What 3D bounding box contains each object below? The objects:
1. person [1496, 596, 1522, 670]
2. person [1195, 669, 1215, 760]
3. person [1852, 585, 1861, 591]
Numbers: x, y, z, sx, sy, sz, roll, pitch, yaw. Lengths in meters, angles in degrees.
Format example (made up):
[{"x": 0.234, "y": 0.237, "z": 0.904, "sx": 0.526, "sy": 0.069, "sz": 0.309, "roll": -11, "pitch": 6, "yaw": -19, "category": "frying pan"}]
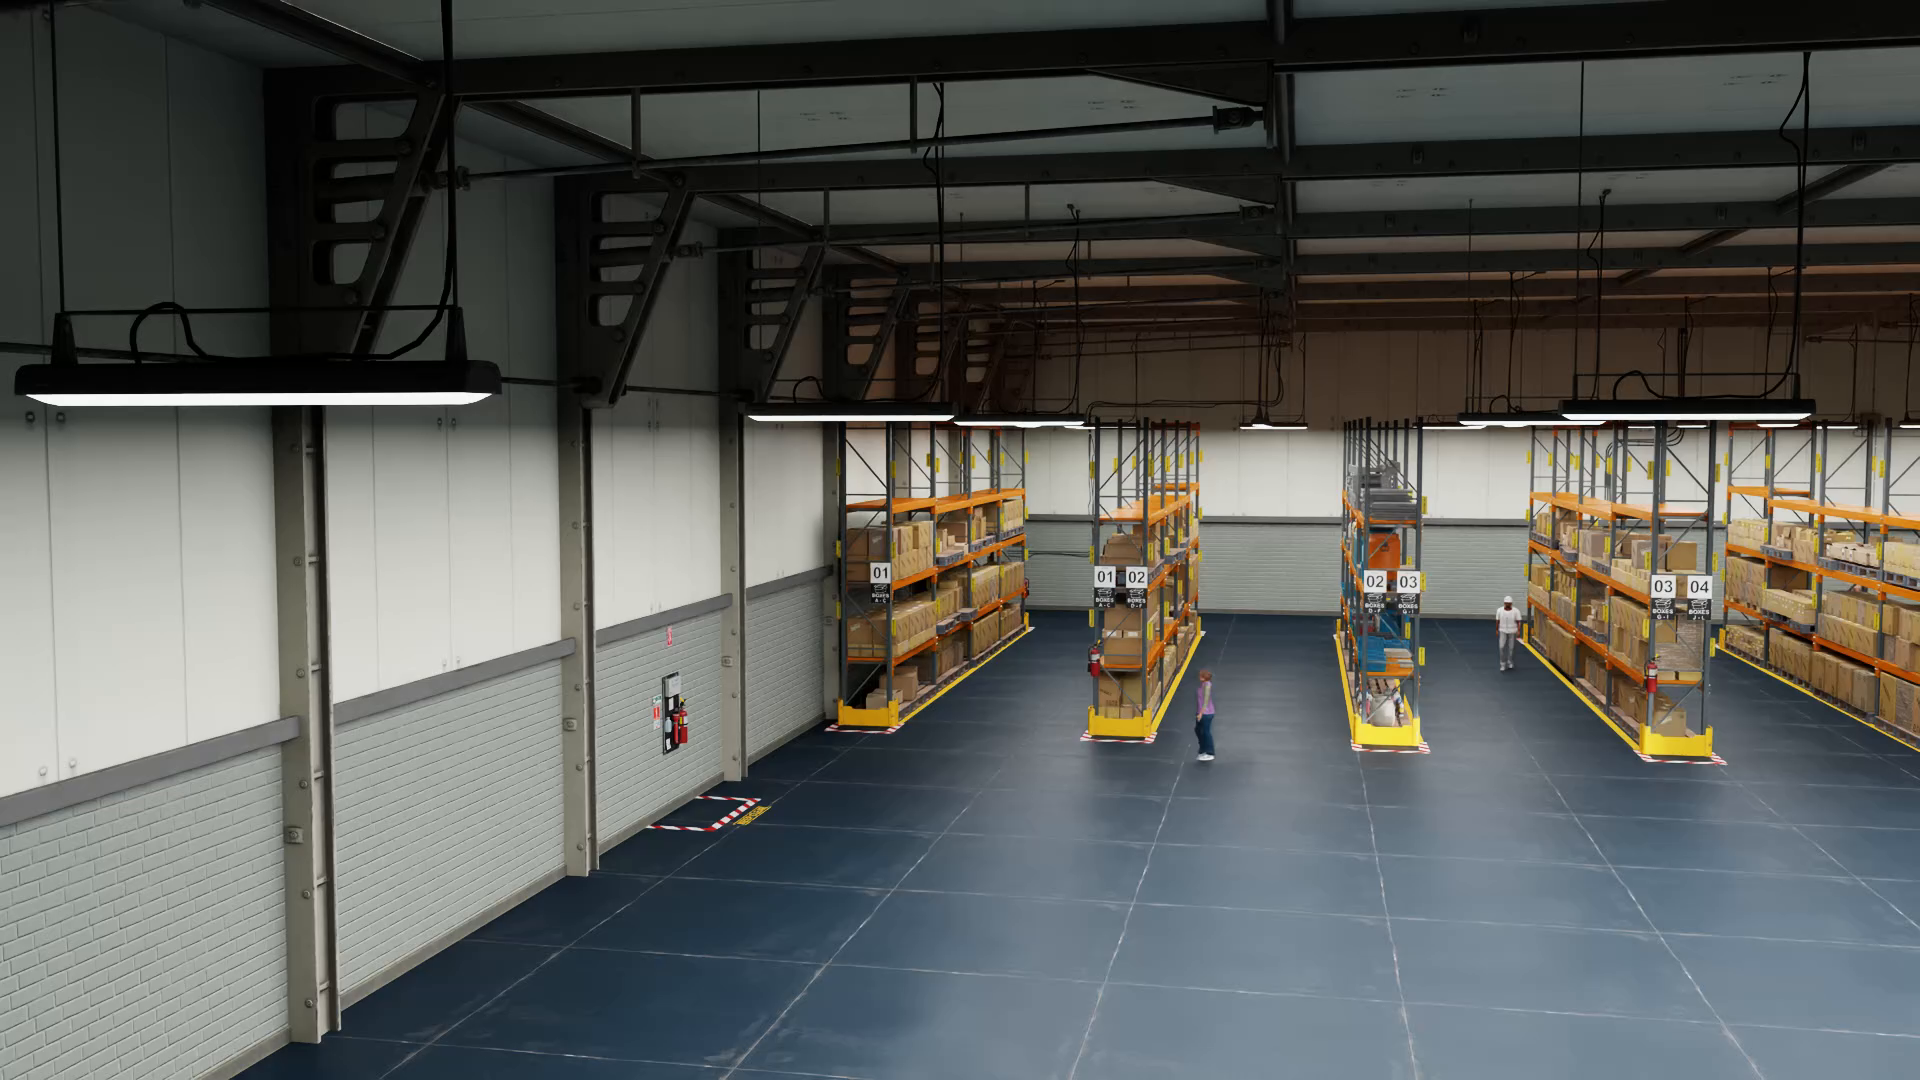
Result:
[{"x": 13.232, "y": 2.258, "z": 40.126, "sx": 0.614, "sy": 1.821, "sz": 0.533, "roll": 2, "pitch": 4, "yaw": 25, "category": "person"}, {"x": 4.267, "y": 3.070, "z": 28.951, "sx": 0.355, "sy": 1.678, "sz": 0.474, "roll": 0, "pitch": 4, "yaw": -1, "category": "person"}, {"x": 24.103, "y": 2.013, "z": 44.701, "sx": 0.963, "sy": 1.615, "sz": 0.527, "roll": 2, "pitch": 4, "yaw": 32, "category": "person"}]
